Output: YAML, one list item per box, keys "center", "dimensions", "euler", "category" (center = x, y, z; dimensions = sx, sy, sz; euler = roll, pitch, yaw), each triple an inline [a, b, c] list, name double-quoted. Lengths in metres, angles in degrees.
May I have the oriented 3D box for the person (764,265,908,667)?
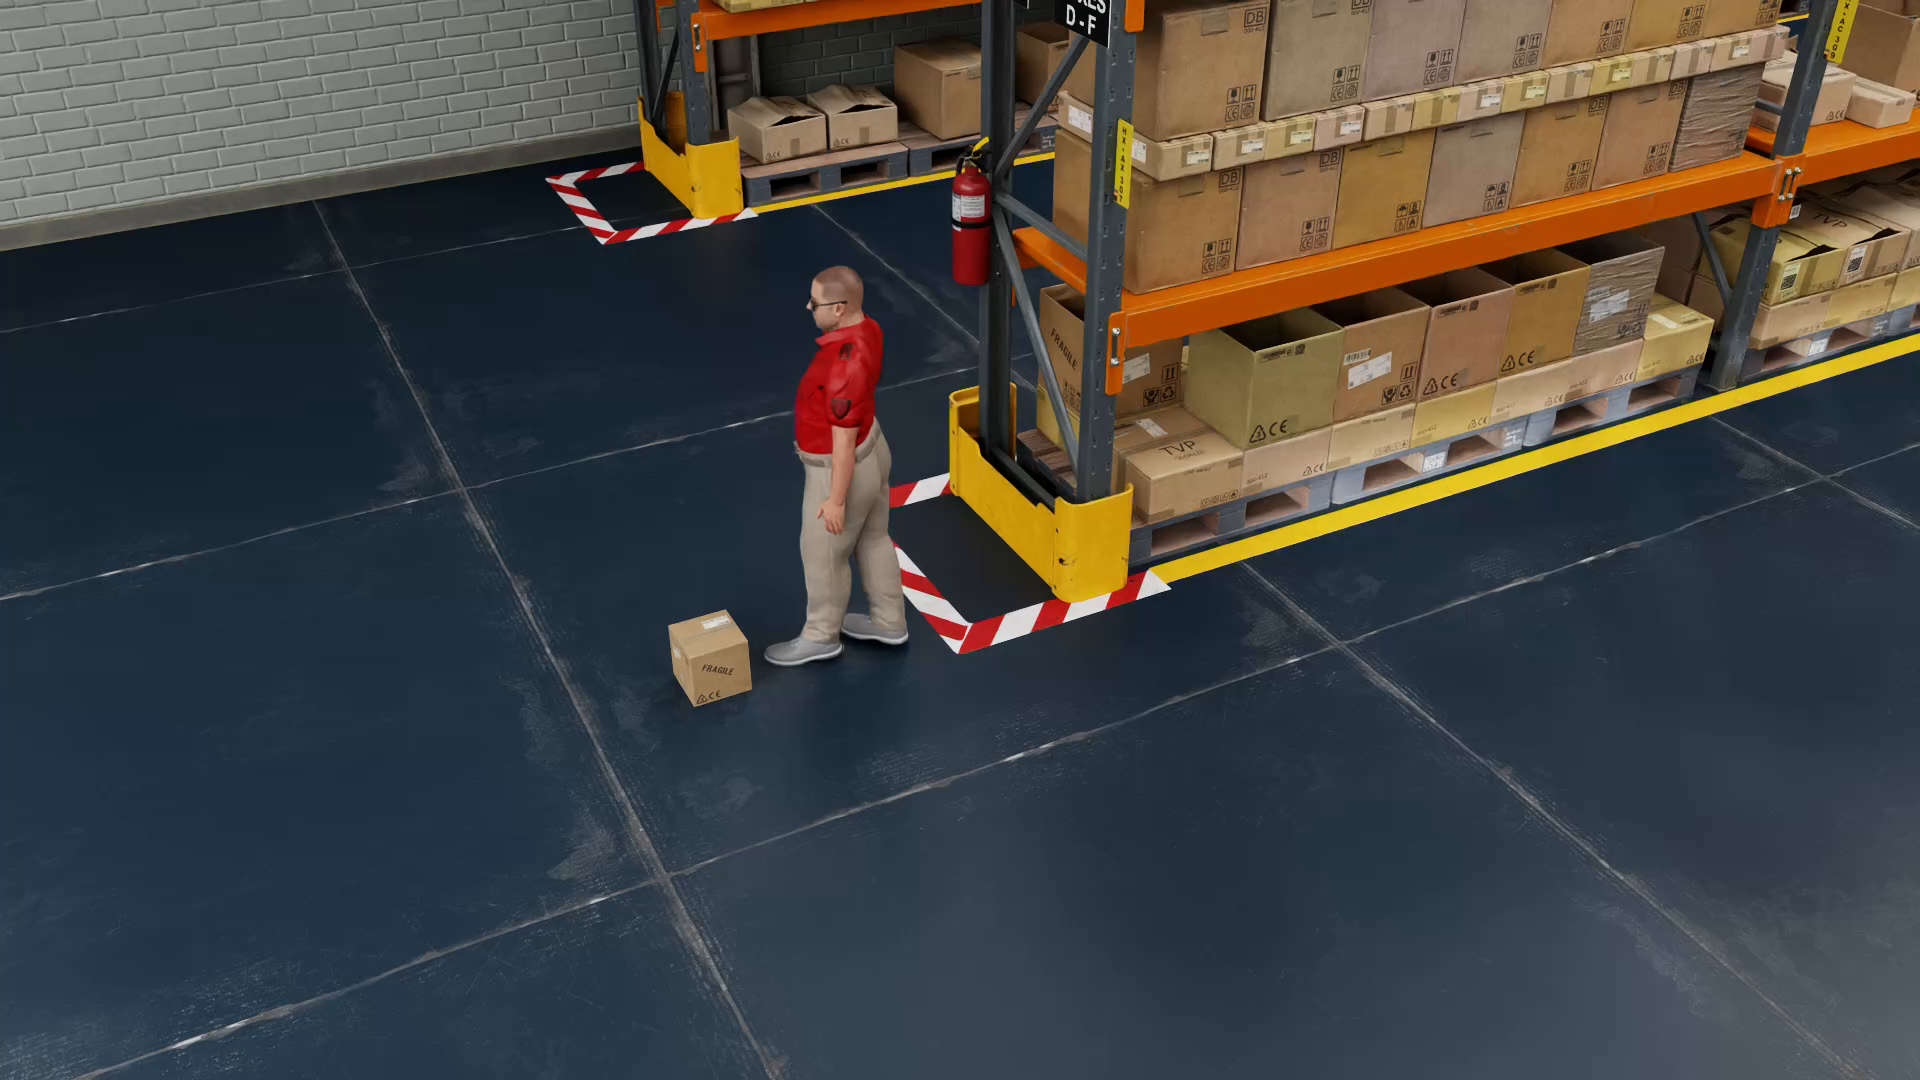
- center: [-0.515, -0.273, 6.575]
  dimensions: [0.580, 1.737, 0.549]
  euler: [6, 33, 9]
  category: "person"
